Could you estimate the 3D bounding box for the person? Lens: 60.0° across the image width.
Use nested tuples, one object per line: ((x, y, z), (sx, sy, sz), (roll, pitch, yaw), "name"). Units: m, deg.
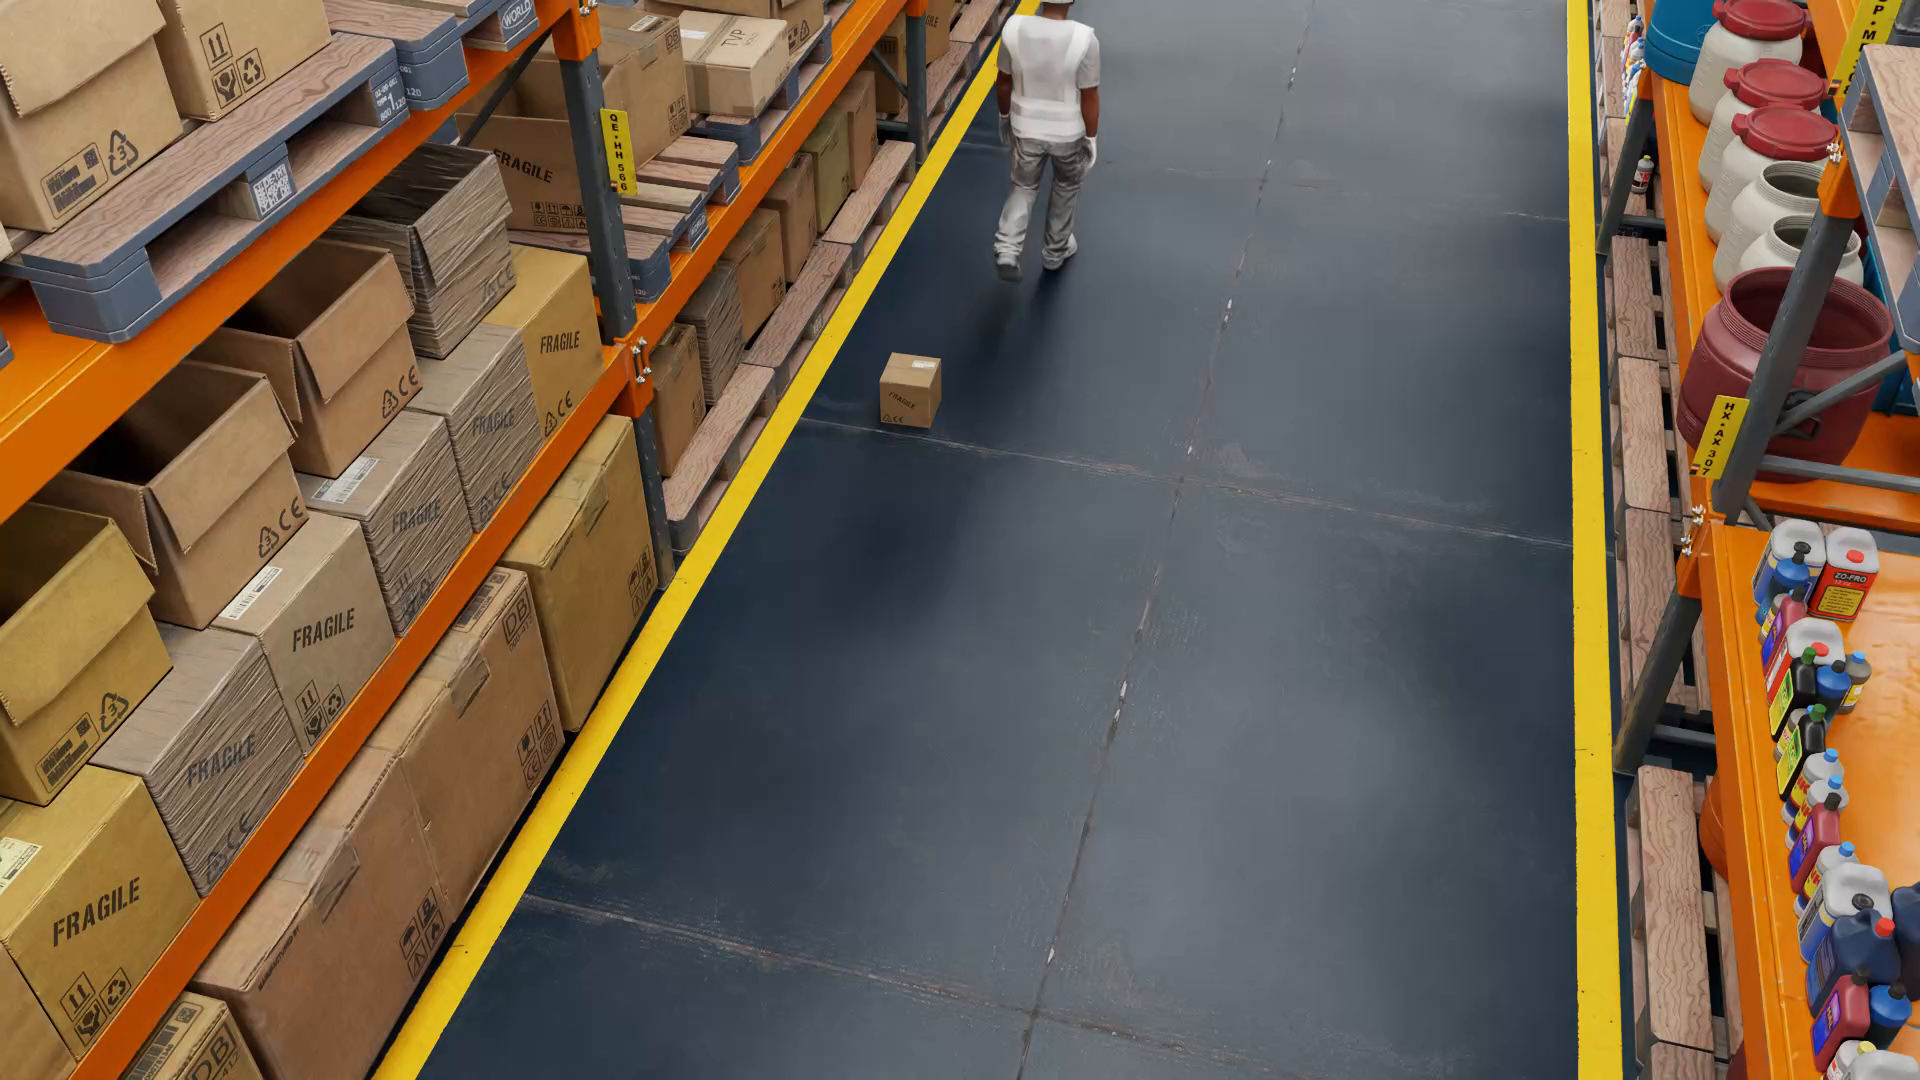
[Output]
((0.437, -2.112, 8.586), (0.566, 1.765, 0.794), (14, 43, 15), "person")
